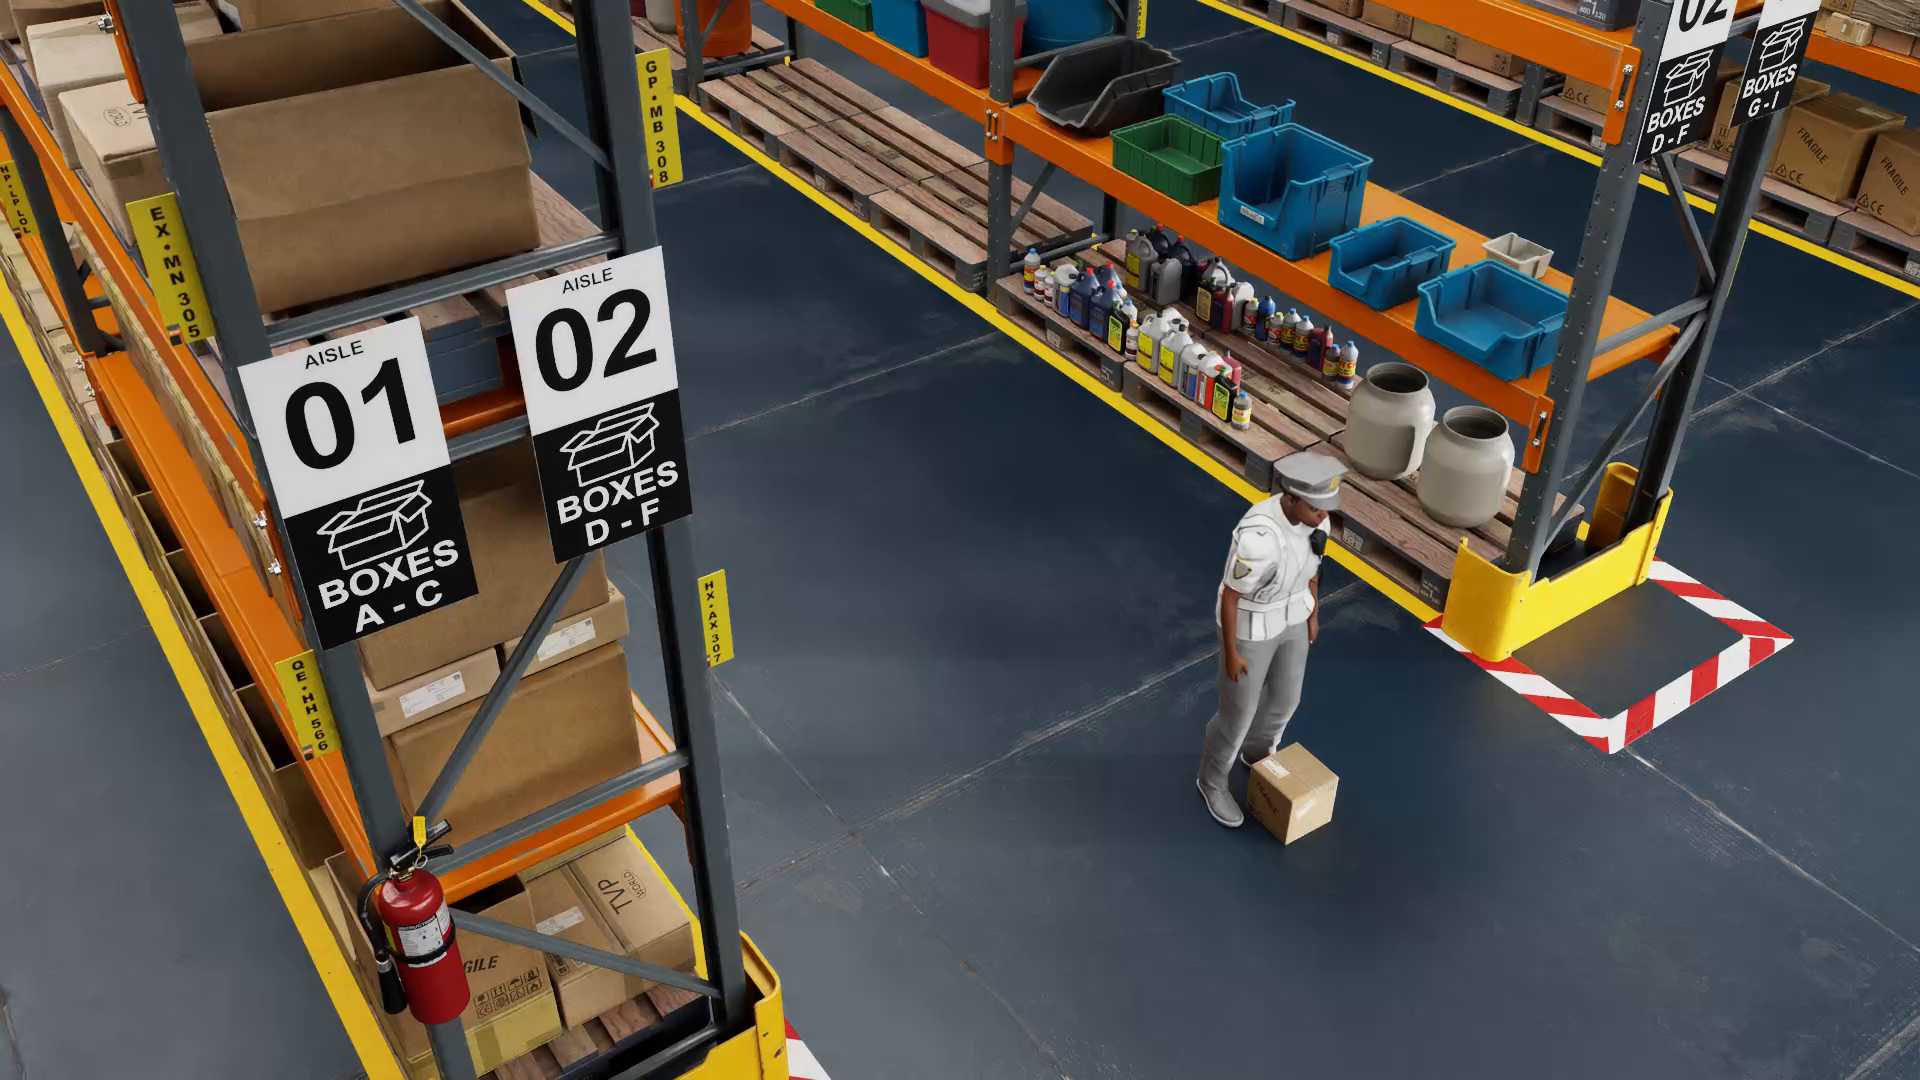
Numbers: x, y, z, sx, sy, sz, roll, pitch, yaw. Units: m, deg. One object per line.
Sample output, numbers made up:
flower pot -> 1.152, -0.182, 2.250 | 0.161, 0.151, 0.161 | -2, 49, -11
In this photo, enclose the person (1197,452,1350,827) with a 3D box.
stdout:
person -> 1.209, 0.361, 6.515 | 0.512, 1.657, 0.399 | -23, 42, -28
